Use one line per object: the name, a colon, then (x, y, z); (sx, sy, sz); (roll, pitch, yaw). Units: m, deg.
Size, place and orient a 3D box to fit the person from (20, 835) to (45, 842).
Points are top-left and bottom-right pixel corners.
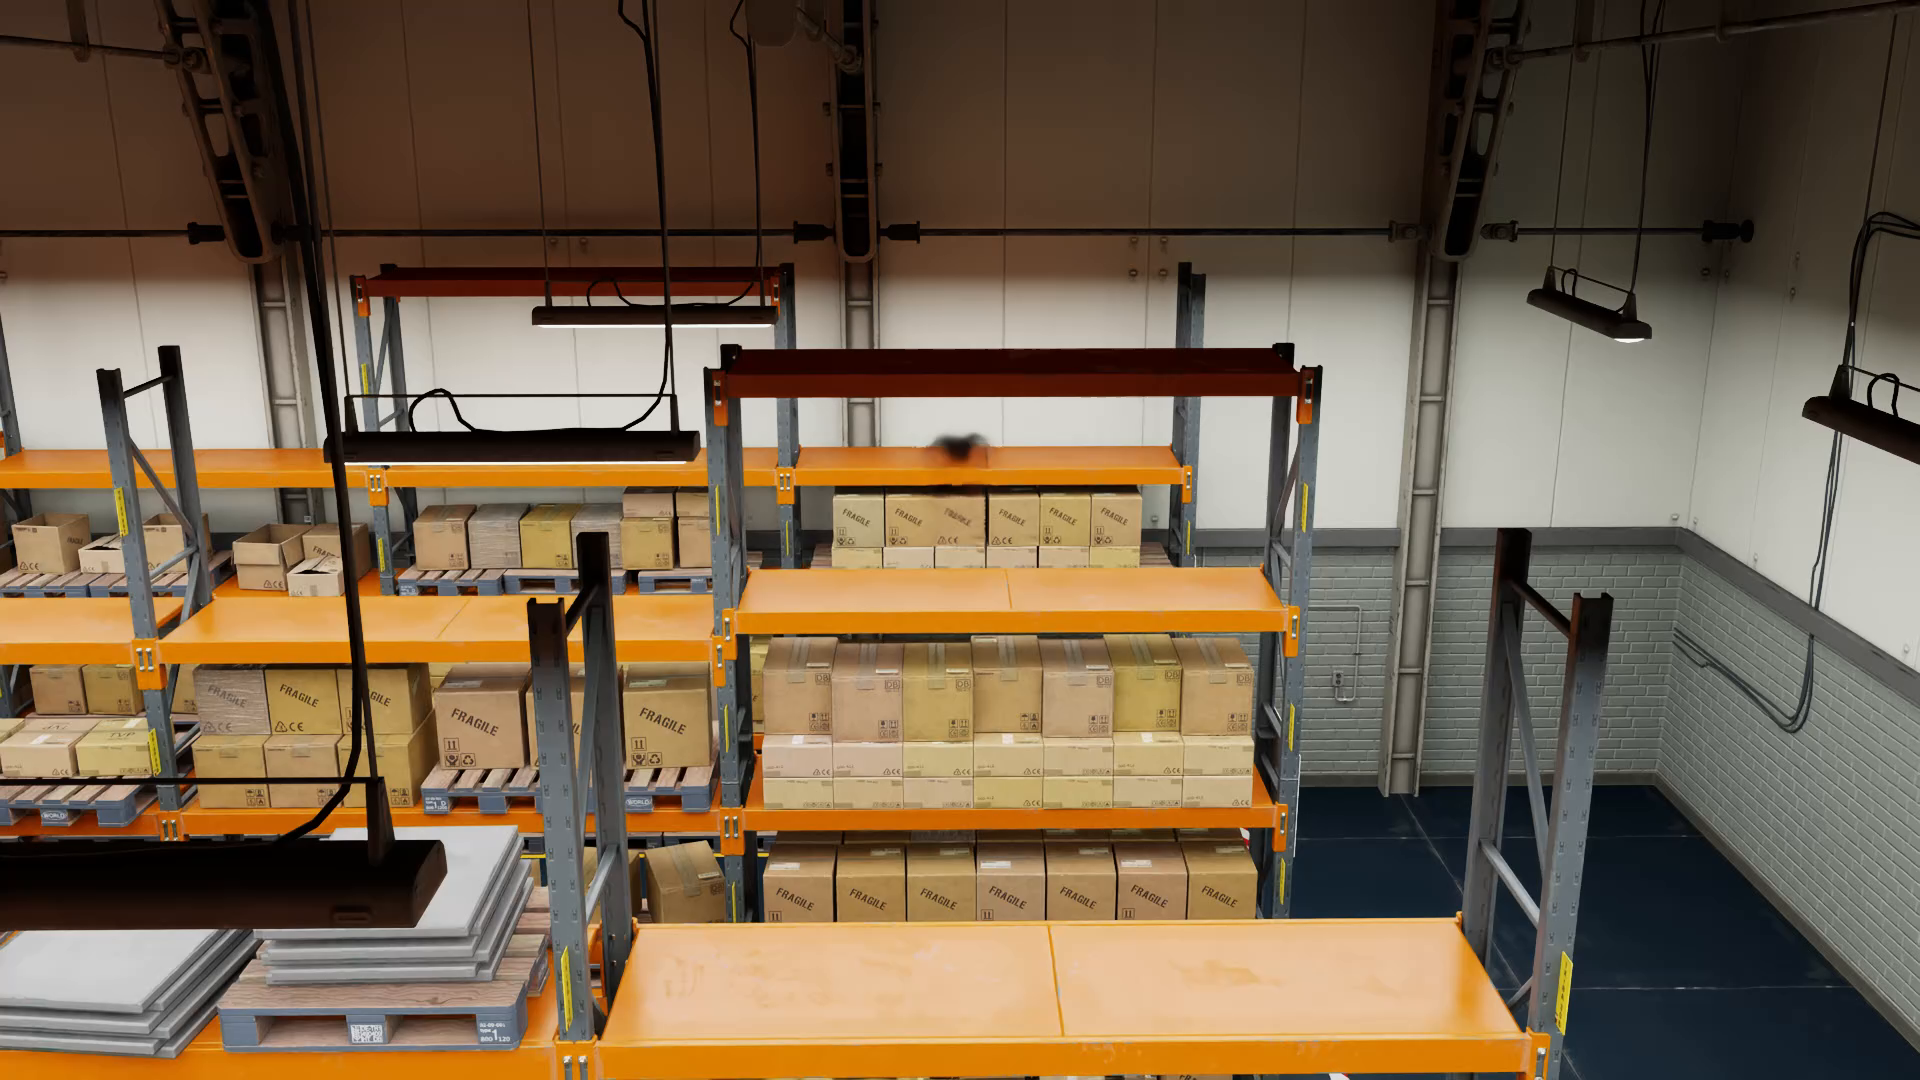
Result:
person: (-7.884, 3.197, 14.368); (0.636, 1.784, 0.436); (-2, 16, -6)
